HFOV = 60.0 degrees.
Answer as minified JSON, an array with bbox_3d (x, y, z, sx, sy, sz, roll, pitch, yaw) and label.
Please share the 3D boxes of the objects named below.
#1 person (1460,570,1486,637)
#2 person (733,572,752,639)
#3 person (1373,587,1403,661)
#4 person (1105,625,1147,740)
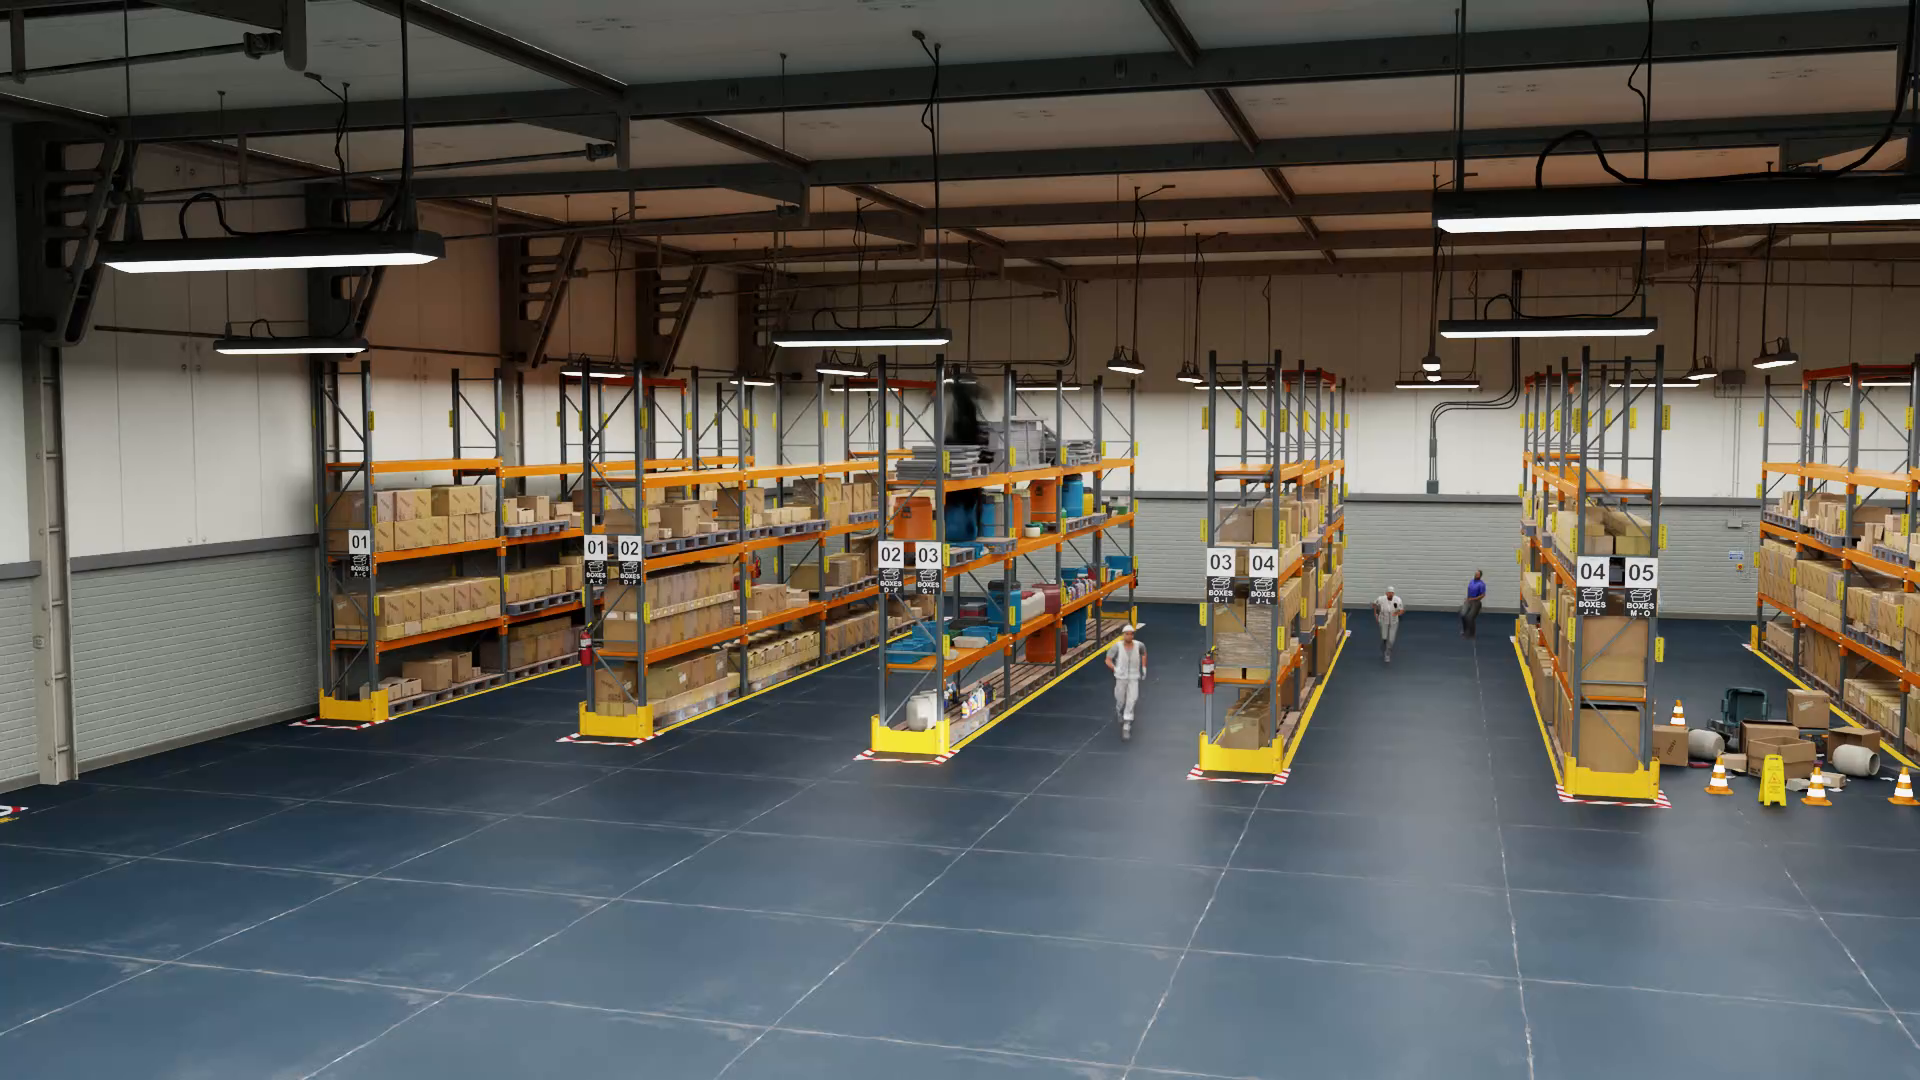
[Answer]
[{"bbox_3d":[11.763,1.475,38.166,0.590,1.576,0.584,-4,5,-41],"label":"person"},{"bbox_3d":[-4.969,1.533,37.254,0.654,1.656,0.726,1,4,16],"label":"person"},{"bbox_3d":[8.916,1.749,34.611,0.591,1.592,0.667,1,4,7],"label":"person"},{"bbox_3d":[2.653,2.222,26.477,0.685,1.774,1.024,0,4,-2],"label":"person"}]
